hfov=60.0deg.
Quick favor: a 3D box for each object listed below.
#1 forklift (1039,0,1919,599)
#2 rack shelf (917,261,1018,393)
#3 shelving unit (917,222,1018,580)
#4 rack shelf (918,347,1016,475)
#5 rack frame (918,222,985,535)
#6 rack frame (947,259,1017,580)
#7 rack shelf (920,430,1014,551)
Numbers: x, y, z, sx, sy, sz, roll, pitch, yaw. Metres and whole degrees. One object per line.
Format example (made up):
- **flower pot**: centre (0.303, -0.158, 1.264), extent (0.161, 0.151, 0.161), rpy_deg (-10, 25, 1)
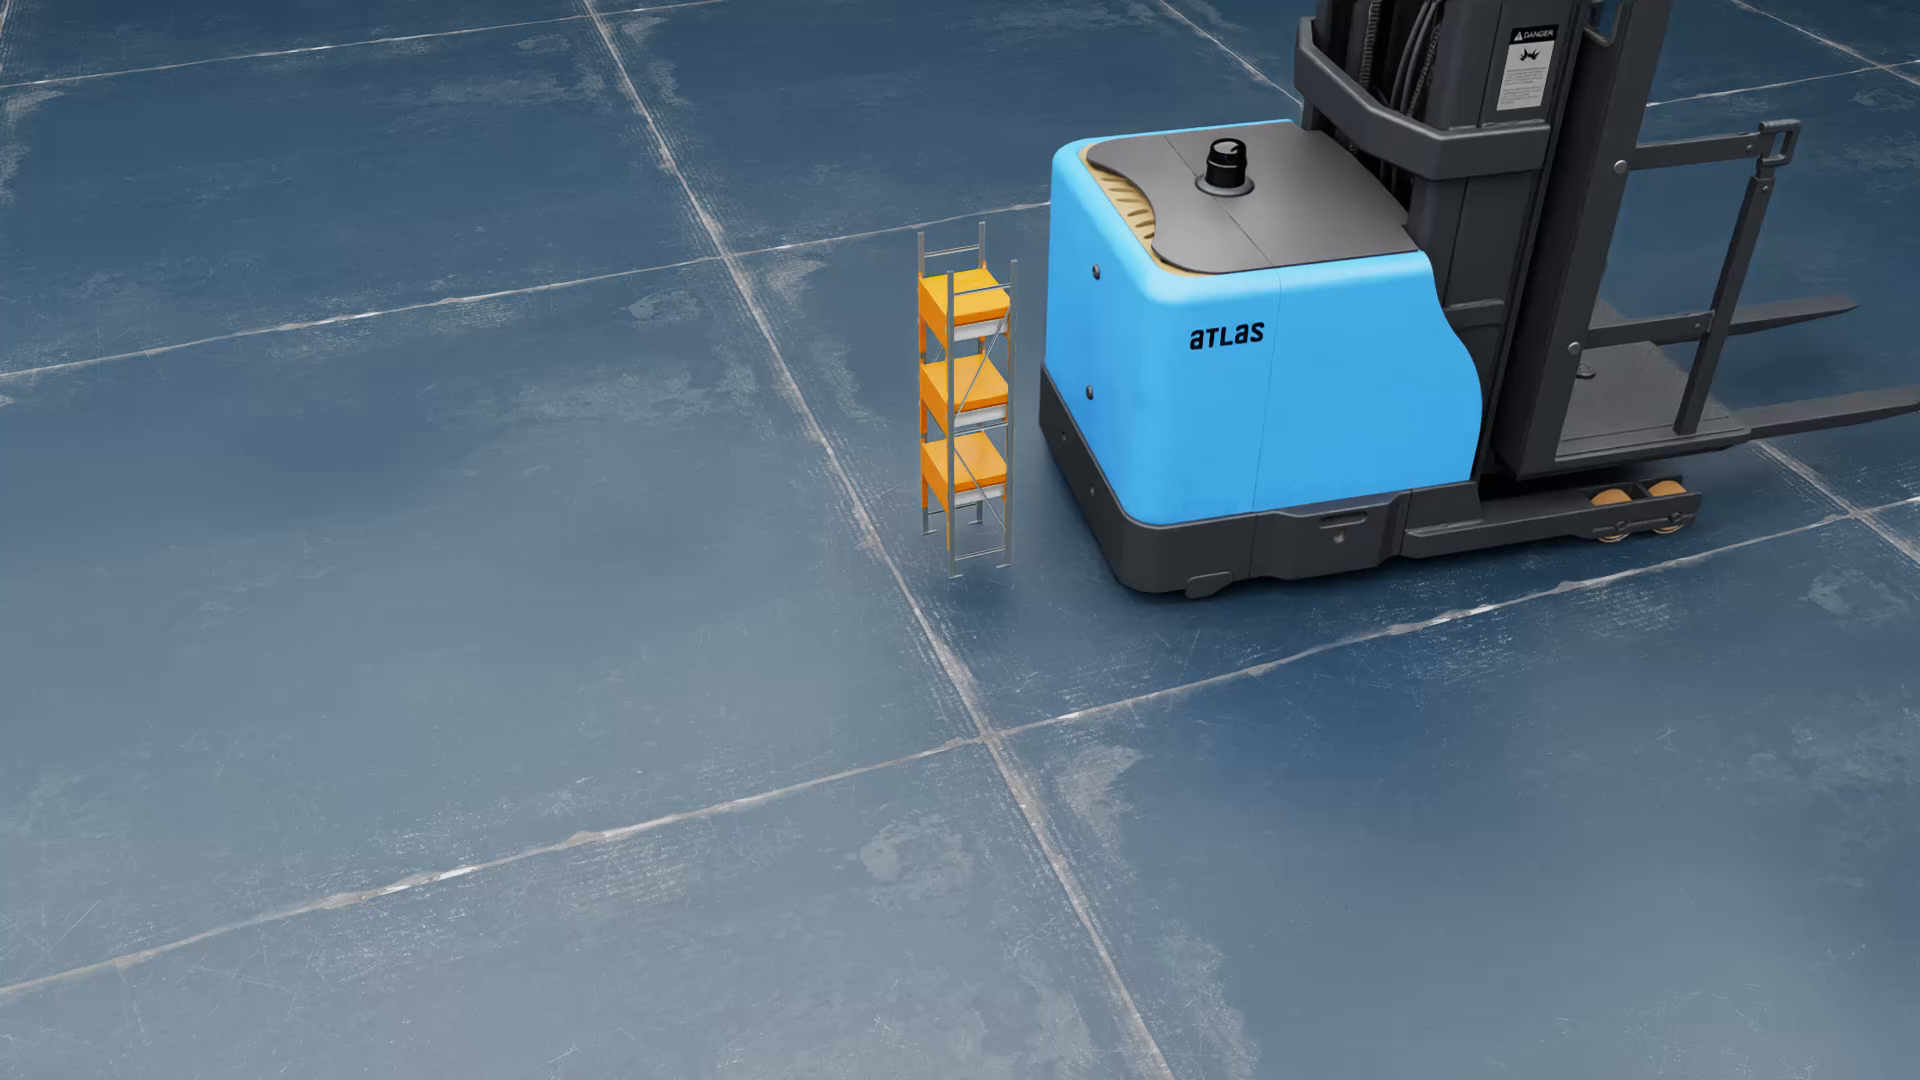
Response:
- **forklift**: centre (1.842, -1.464, 4.758), extent (3.031, 2.935, 1.130), rpy_deg (-8, 38, -11)
- **rack shelf**: centre (0.018, -0.607, 4.730), extent (0.215, 0.259, 0.240), rpy_deg (-12, 39, -16)
- **shelving unit**: centre (0.018, -0.389, 4.894), extent (0.215, 1.050, 0.252), rpy_deg (-12, 39, -16)
- **rack shelf**: centre (0.018, -0.381, 4.900), extent (0.215, 0.259, 0.240), rpy_deg (-12, 39, -16)
- **rack frame**: centre (-0.024, -0.458, 4.985), extent (0.200, 1.050, 0.008), rpy_deg (-12, 39, -16)
- **rack frame**: centre (0.060, -0.320, 4.802), extent (0.200, 1.050, 0.008), rpy_deg (-12, 39, -16)
- **rack shelf**: centre (0.018, -0.159, 5.068), extent (0.215, 0.259, 0.240), rpy_deg (-12, 39, -16)
